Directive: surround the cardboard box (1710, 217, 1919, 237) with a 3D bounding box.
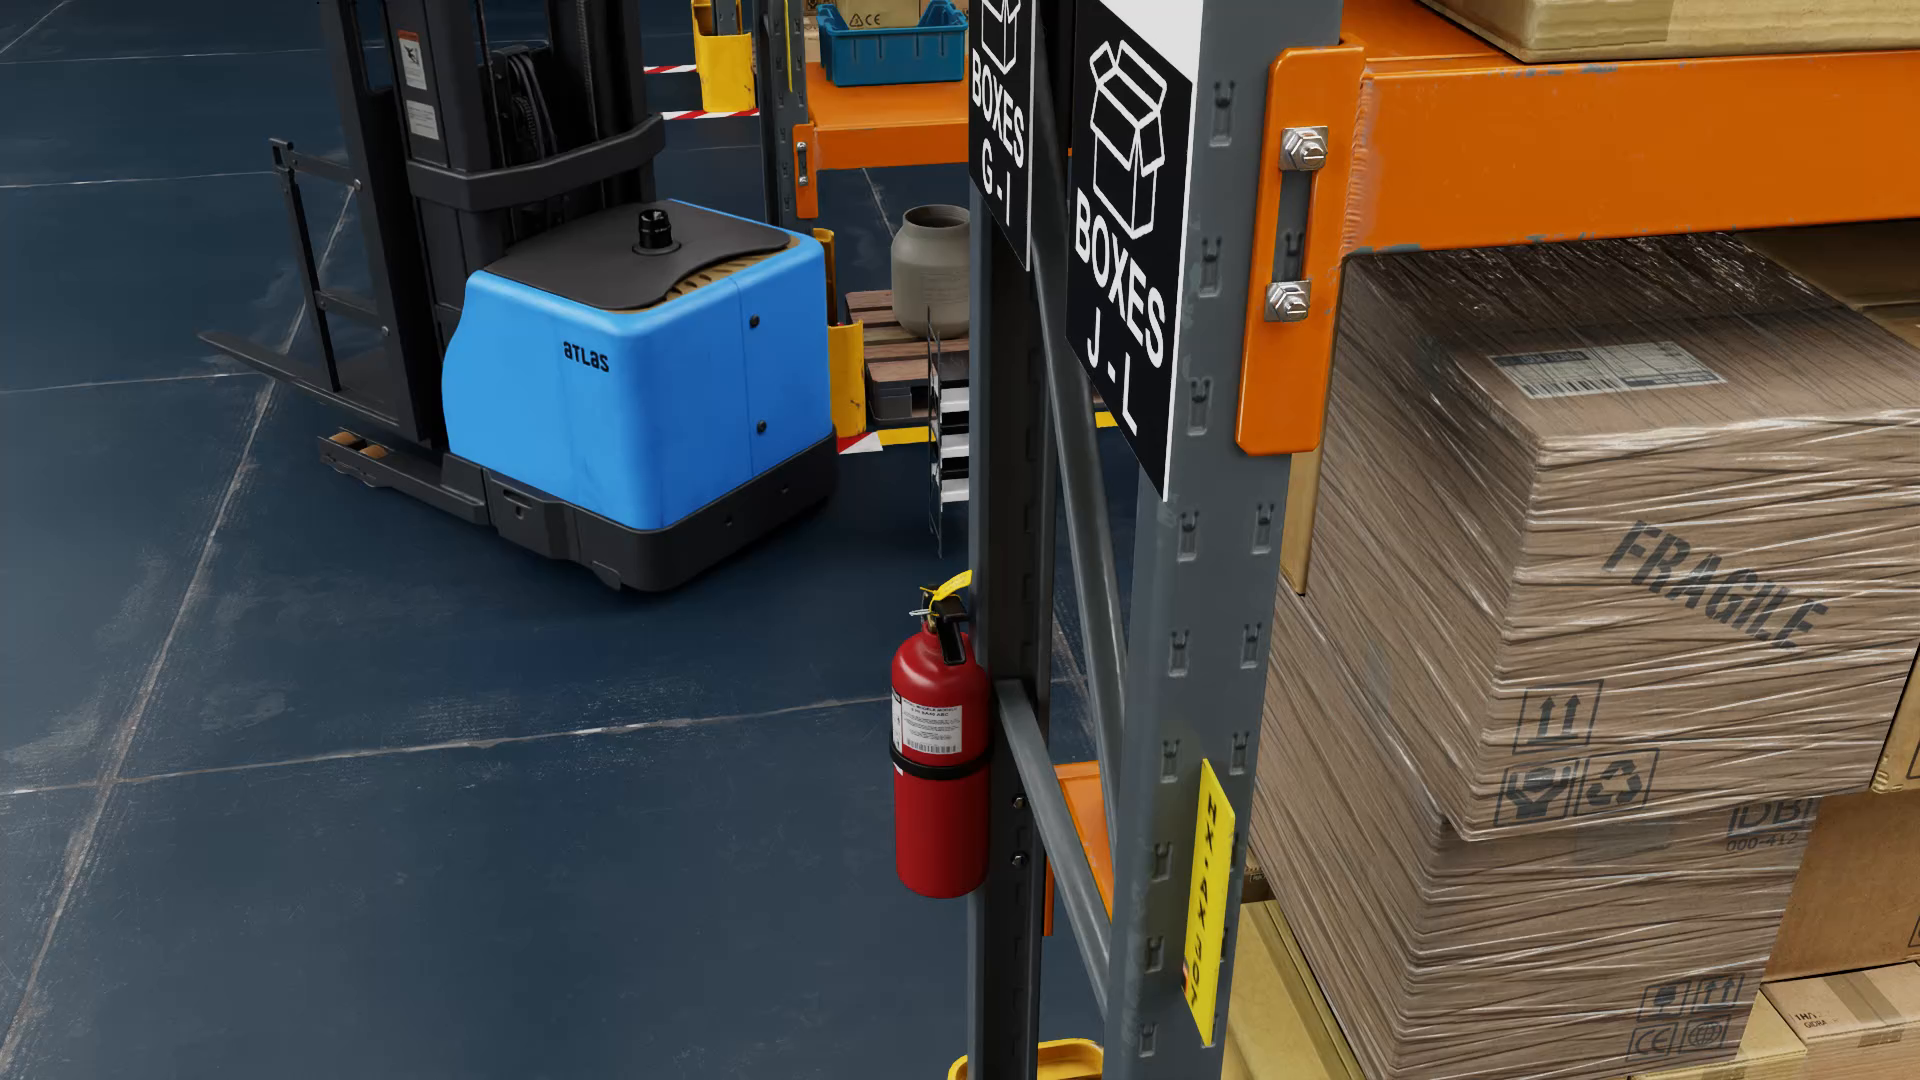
[{"bbox_3d":[1.152,-0.333,2.478,0.500,0.500,0.500,-5,31,-9],"label":"cardboard box"}]

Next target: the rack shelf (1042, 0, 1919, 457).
[{"bbox_3d":[2.132,-0.674,2.187,4.000,0.370,1.077,-5,31,-9],"label":"rack shelf"}]

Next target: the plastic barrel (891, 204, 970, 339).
[{"bbox_3d":[-0.094,-1.184,7.345,0.421,0.512,0.421,0,30,0],"label":"plastic barrel"}]

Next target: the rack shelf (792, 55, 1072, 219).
[{"bbox_3d":[1.239,-1.850,7.147,4.000,0.370,1.077,-5,31,-9],"label":"rack shelf"}]

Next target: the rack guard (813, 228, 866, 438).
[{"bbox_3d":[-0.662,-0.931,7.339,0.348,0.500,1.175,-5,31,-9],"label":"rack guard"}]

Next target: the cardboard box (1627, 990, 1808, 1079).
[{"bbox_3d":[0.986,0.664,2.409,0.250,0.149,0.380,-5,31,-9],"label":"cardboard box"}]

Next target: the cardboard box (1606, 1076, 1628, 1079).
[{"bbox_3d":[0.737,0.680,2.383,0.250,0.149,0.380,-5,31,-9],"label":"cardboard box"}]

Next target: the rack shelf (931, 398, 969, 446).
[{"bbox_3d":[0.008,-0.437,5.994,0.200,0.077,0.258,-5,31,-9],"label":"rack shelf"}]

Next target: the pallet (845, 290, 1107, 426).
[{"bbox_3d":[0.138,-0.878,7.534,1.213,0.211,1.003,-5,31,-9],"label":"pallet"}]

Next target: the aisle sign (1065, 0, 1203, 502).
[{"bbox_3d":[0.157,-0.474,1.531,0.004,0.787,0.394,-5,31,-9],"label":"aisle sign"}]

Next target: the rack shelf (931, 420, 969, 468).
[{"bbox_3d":[0.008,-0.360,6.040,0.200,0.077,0.258,-5,31,-9],"label":"rack shelf"}]

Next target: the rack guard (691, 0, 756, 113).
[{"bbox_3d":[-1.640,-3.368,11.485,0.348,0.500,1.175,-5,31,-9],"label":"rack guard"}]

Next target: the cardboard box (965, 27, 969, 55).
[{"bbox_3d":[-0.066,-3.474,11.498,0.500,0.250,0.500,-5,31,-9],"label":"cardboard box"}]

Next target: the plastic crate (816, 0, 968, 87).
[{"bbox_3d":[-0.289,-2.108,7.023,0.616,0.251,0.499,-5,31,-9],"label":"plastic crate"}]

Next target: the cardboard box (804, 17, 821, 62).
[{"bbox_3d":[-1.049,-3.381,11.340,0.500,0.250,0.500,-5,31,-9],"label":"cardboard box"}]

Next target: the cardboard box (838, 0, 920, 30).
[{"bbox_3d":[-0.557,-3.751,11.229,0.500,0.500,0.500,-5,31,-9],"label":"cardboard box"}]

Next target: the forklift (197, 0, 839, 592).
[{"bbox_3d":[-1.961,-1.667,6.193,3.031,2.935,1.130,20,36,31],"label":"forklift"}]

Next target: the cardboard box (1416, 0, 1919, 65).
[{"bbox_3d":[0.685,-0.652,1.588,0.500,0.250,0.500,-4,31,-7],"label":"cardboard box"}]

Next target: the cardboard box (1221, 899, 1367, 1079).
[{"bbox_3d":[0.488,0.693,2.360,0.250,0.149,0.380,-5,31,-9],"label":"cardboard box"}]

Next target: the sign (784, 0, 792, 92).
[{"bbox_3d":[-0.633,-1.822,6.117,0.005,0.325,0.100,-5,31,-9],"label":"sign"}]

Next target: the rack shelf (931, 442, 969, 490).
[{"bbox_3d":[0.008,-0.282,6.086,0.200,0.077,0.258,-5,31,-9],"label":"rack shelf"}]

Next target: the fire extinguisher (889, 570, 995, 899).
[{"bbox_3d":[-0.031,0.306,2.847,0.183,0.674,0.296,-5,31,-9],"label":"fire extinguisher"}]

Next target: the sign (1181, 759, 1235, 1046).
[{"bbox_3d":[0.262,0.389,1.775,0.005,0.325,0.100,-5,31,-9],"label":"sign"}]

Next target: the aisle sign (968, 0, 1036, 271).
[{"bbox_3d":[0.049,-0.773,2.040,0.004,0.787,0.394,-5,31,-9],"label":"aisle sign"}]

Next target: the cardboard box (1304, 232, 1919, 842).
[{"bbox_3d":[0.754,-0.025,1.954,0.500,0.500,0.500,-5,31,-9],"label":"cardboard box"}]

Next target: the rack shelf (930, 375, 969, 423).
[{"bbox_3d":[0.008,-0.515,5.949,0.200,0.077,0.258,-5,31,-9],"label":"rack shelf"}]

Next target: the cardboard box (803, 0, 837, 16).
[{"bbox_3d":[-1.142,-3.964,11.591,0.500,0.500,0.500,-5,31,-9],"label":"cardboard box"}]

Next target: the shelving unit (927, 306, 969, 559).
[{"bbox_3d":[0.008,-0.389,6.023,0.210,0.900,0.258,-5,31,-9],"label":"shelving unit"}]

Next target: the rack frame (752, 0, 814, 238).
[{"bbox_3d":[-0.728,-1.978,6.654,0.127,3.000,1.000,-5,31,-9],"label":"rack frame"}]

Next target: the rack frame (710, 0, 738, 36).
[{"bbox_3d":[-1.616,-4.448,10.855,0.127,3.000,1.000,-5,31,-9],"label":"rack frame"}]

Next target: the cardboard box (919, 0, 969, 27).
[{"bbox_3d":[-0.068,-3.803,11.318,0.500,0.500,0.500,-5,31,-9],"label":"cardboard box"}]

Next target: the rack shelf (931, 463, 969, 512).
[{"bbox_3d":[0.008,-0.205,6.131,0.200,0.077,0.258,-5,31,-9],"label":"rack shelf"}]

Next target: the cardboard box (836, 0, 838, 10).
[{"bbox_3d":[-0.652,-3.691,11.867,0.500,0.250,0.500,-5,31,-9],"label":"cardboard box"}]

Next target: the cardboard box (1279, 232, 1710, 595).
[{"bbox_3d":[0.661,-0.284,2.395,0.500,0.500,0.500,-5,31,-9],"label":"cardboard box"}]

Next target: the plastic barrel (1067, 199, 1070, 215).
[{"bbox_3d":[0.399,-1.230,7.423,0.421,0.512,0.421,0,30,0],"label":"plastic barrel"}]

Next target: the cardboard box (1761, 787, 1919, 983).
[{"bbox_3d":[1.180,0.178,2.595,0.500,0.500,0.875,-5,31,-9],"label":"cardboard box"}]

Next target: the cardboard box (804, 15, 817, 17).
[{"bbox_3d":[-1.142,-3.640,11.779,0.500,0.250,0.500,-5,31,-9],"label":"cardboard box"}]

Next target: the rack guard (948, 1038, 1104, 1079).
[{"bbox_3d":[0.239,1.562,3.100,0.348,0.500,1.175,-5,31,-9],"label":"rack guard"}]

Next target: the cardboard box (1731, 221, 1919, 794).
[{"bbox_3d":[1.247,-0.067,2.026,0.500,0.500,0.500,-5,31,-9],"label":"cardboard box"}]

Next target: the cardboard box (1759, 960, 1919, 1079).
[{"bbox_3d":[1.228,0.631,2.465,0.250,0.149,0.380,-5,31,-9],"label":"cardboard box"}]

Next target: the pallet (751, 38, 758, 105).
[{"bbox_3d":[-0.872,-3.336,11.716,1.213,0.211,1.003,-5,31,-9],"label":"pallet"}]

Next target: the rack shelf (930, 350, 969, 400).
[{"bbox_3d":[0.008,-0.593,5.903,0.200,0.077,0.258,-5,31,-9],"label":"rack shelf"}]

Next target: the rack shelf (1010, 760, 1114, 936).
[{"bbox_3d":[2.132,0.619,2.947,4.000,0.370,1.077,-5,31,-9],"label":"rack shelf"}]

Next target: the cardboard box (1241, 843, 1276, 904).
[{"bbox_3d":[0.407,0.471,2.737,0.250,0.149,0.380,-5,31,-9],"label":"cardboard box"}]

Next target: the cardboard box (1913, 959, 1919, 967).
[{"bbox_3d":[1.475,0.612,2.498,0.250,0.149,0.380,-5,31,-9],"label":"cardboard box"}]

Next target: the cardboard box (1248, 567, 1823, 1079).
[{"bbox_3d":[0.710,0.284,2.416,0.500,0.500,0.875,-5,31,-9],"label":"cardboard box"}]

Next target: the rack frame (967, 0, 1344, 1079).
[{"bbox_3d":[0.165,0.493,2.452,0.053,2.616,0.949,-5,31,-9],"label":"rack frame"}]

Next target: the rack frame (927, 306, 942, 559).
[{"bbox_3d":[-0.092,-0.379,6.007,0.006,0.900,0.240,-5,31,-9],"label":"rack frame"}]
